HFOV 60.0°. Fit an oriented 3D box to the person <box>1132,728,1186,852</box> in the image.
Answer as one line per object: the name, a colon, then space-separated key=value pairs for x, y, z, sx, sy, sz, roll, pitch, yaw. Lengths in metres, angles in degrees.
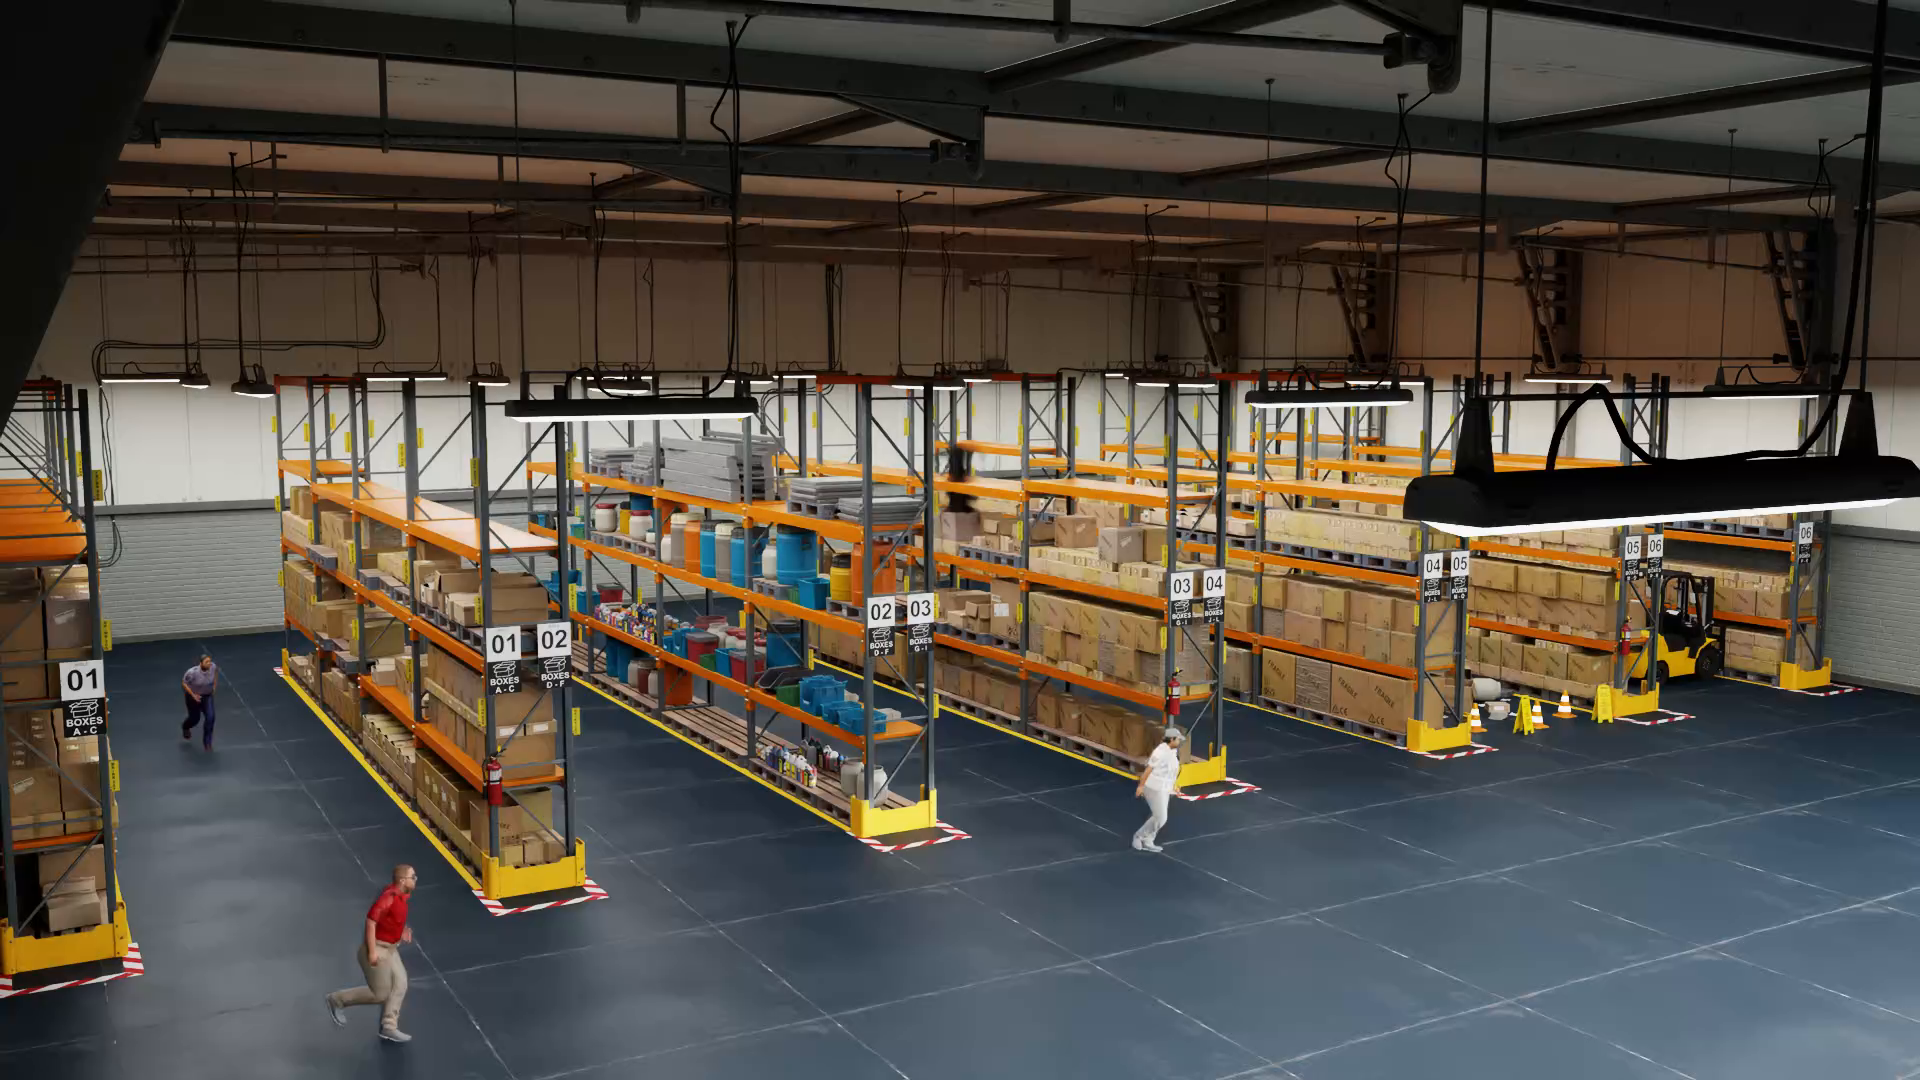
person: x=2.553 y=3.209 z=21.301 sx=0.603 sy=1.629 sz=0.650 roll=3 pitch=7 yaw=28

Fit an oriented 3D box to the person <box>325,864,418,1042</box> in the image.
person: x=-5.460 y=3.849 z=15.455 sx=0.854 sy=1.679 sz=0.667 roll=-1 pitch=6 yaw=-9

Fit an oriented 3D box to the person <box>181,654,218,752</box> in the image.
person: x=-12.413 y=2.614 z=27.076 sx=0.956 sy=1.613 sz=0.628 roll=5 pitch=8 yaw=38
